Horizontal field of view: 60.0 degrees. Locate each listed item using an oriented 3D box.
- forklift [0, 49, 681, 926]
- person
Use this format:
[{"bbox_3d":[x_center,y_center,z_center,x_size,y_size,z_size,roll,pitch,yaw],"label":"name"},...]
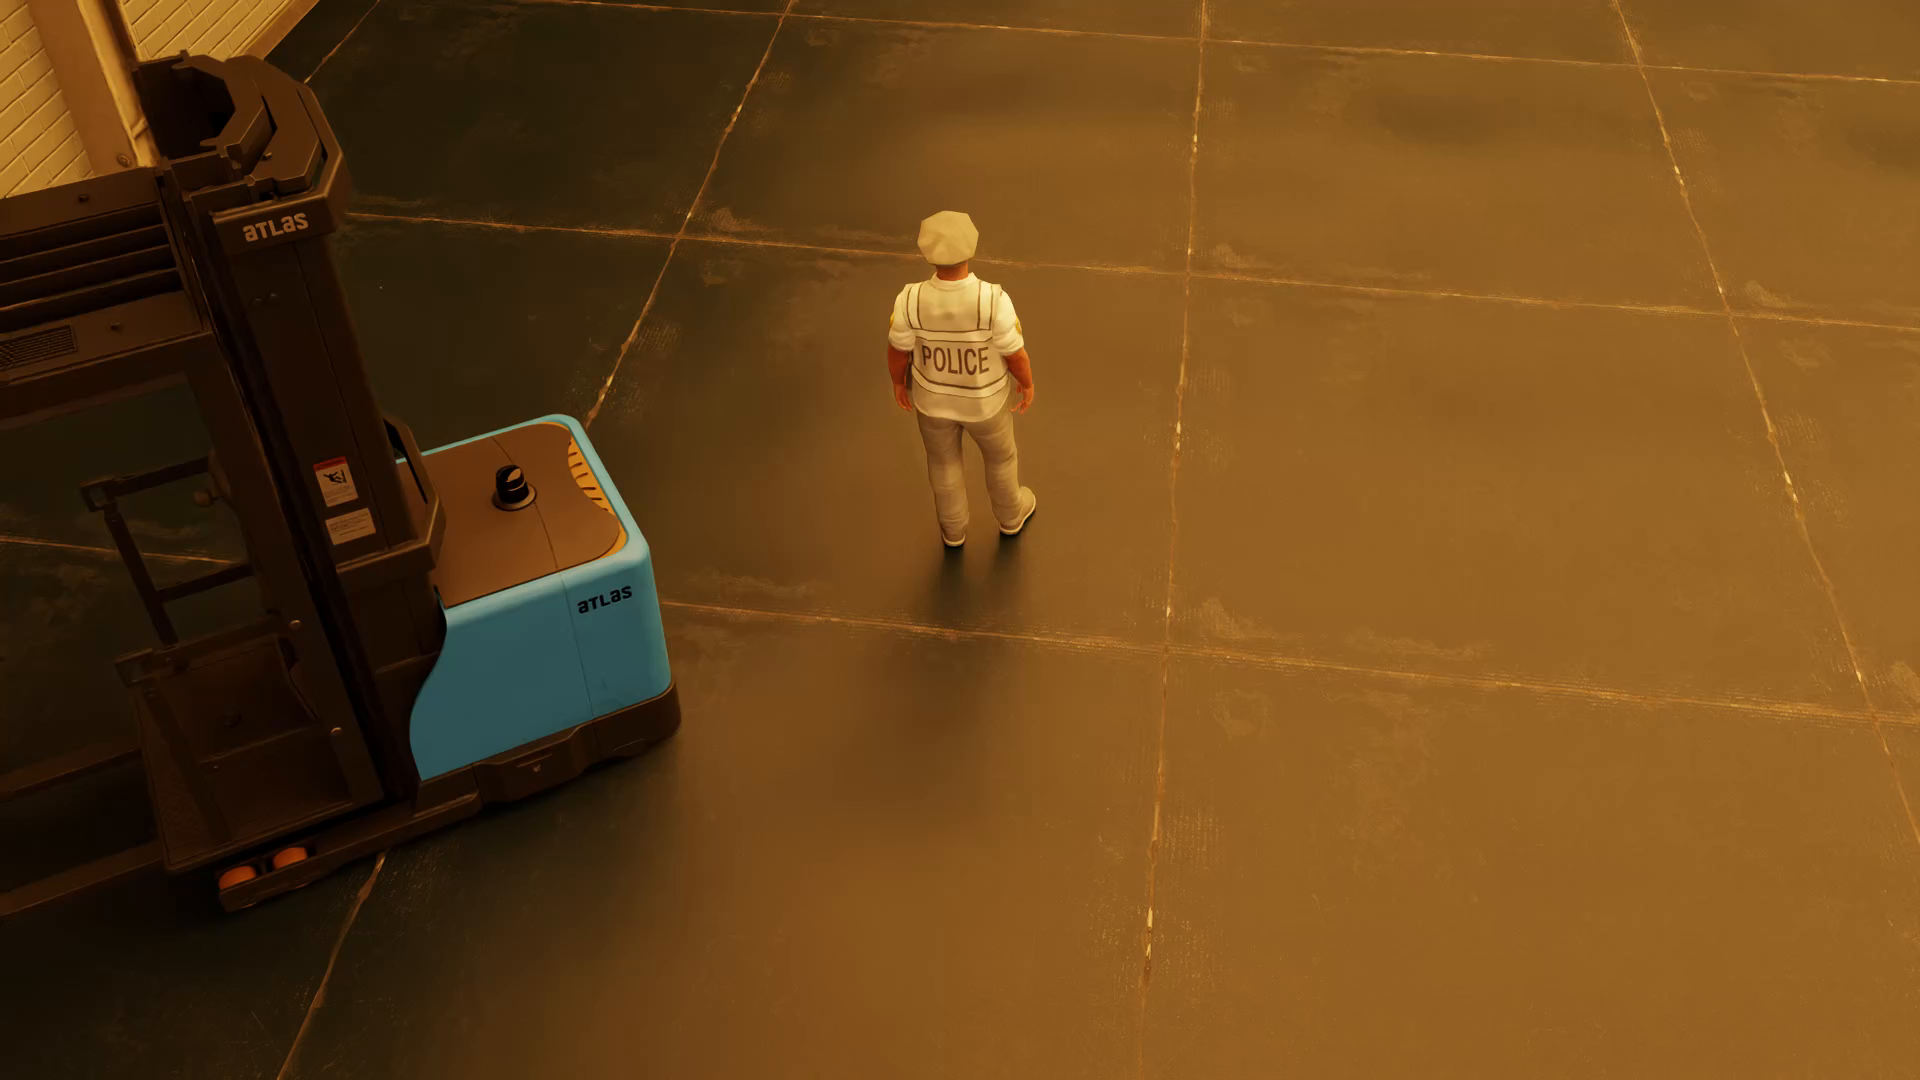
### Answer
[{"bbox_3d":[-2.716,-0.084,5.816,3.031,2.935,1.130,-19,46,-20],"label":"forklift"},{"bbox_3d":[0.021,-0.714,7.338,0.641,1.781,0.574,5,43,6],"label":"person"}]
